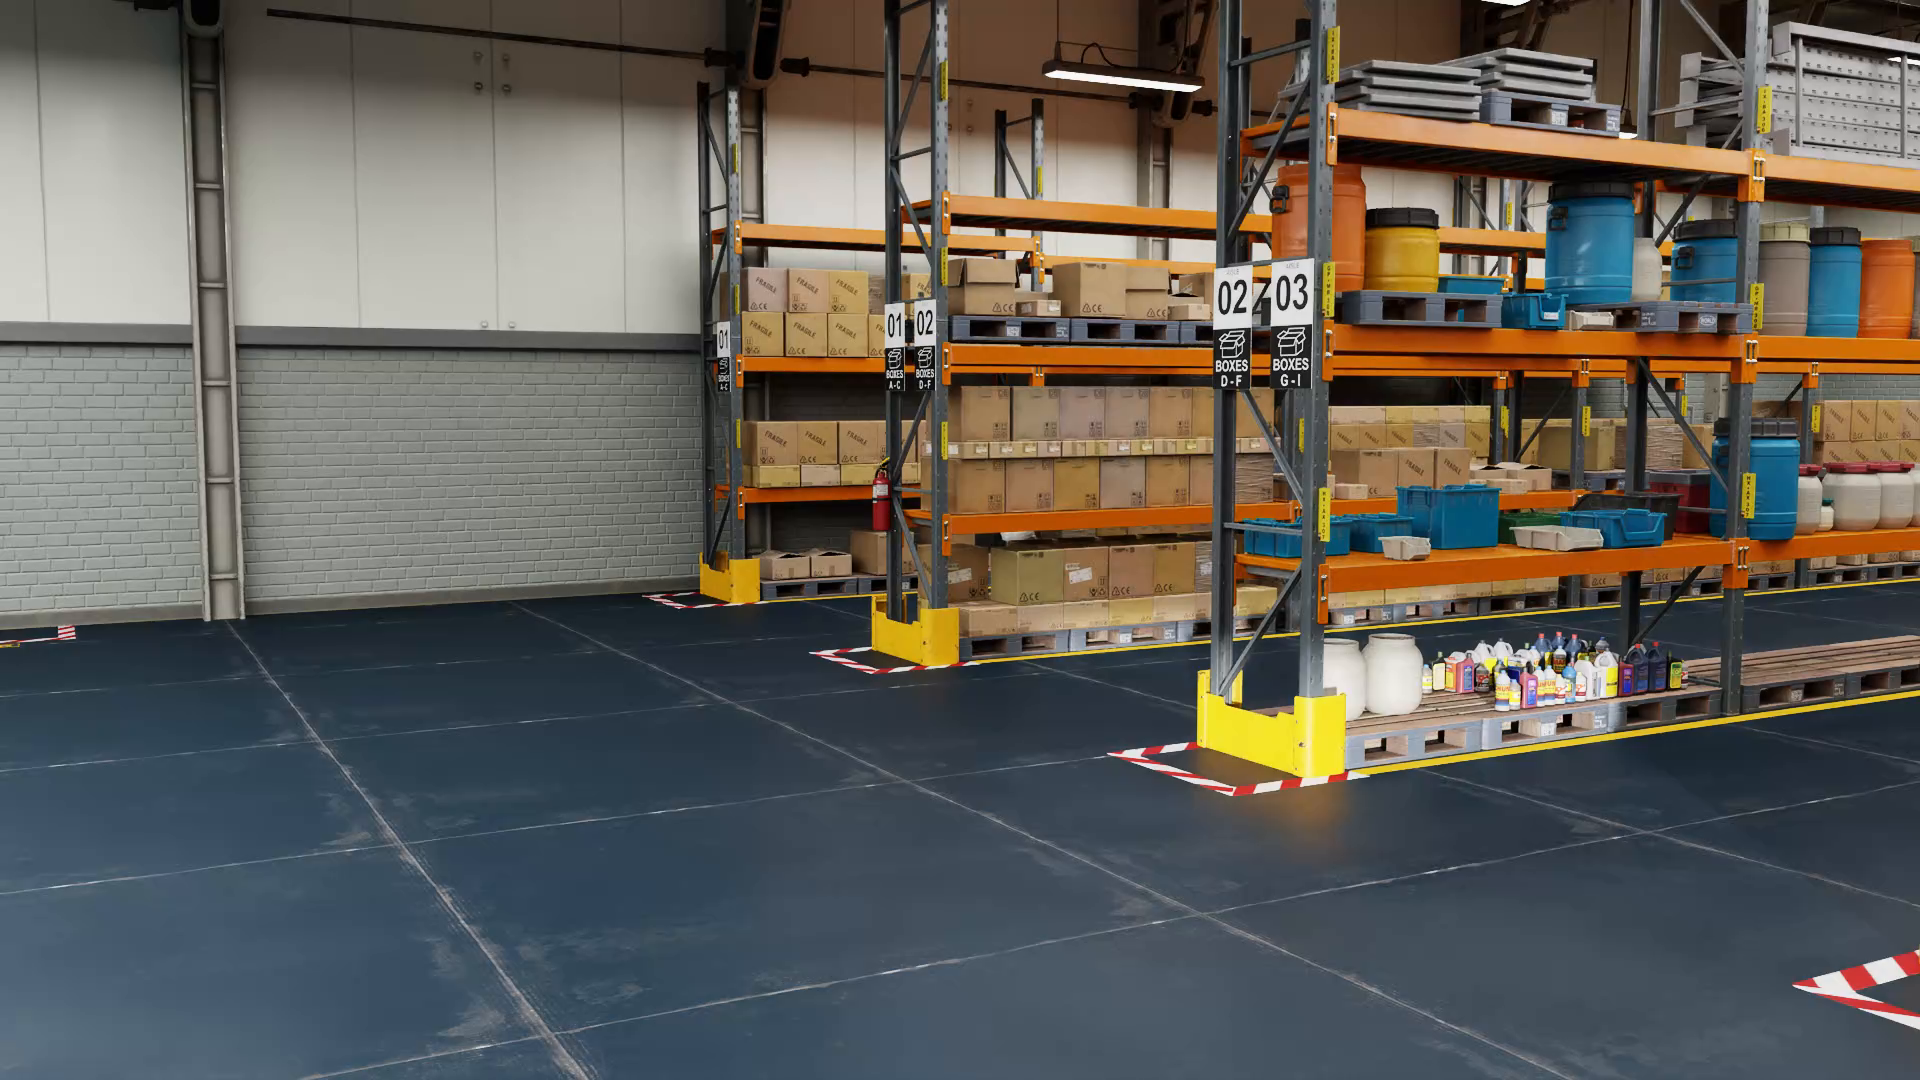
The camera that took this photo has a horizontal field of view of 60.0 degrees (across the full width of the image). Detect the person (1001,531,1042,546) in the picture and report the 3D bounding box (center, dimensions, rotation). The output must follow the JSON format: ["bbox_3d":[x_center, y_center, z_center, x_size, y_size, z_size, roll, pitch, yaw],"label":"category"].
[{"bbox_3d":[0.679,-0.026,17.447,0.456,1.761,0.627,-3,6,-28],"label":"person"}]
